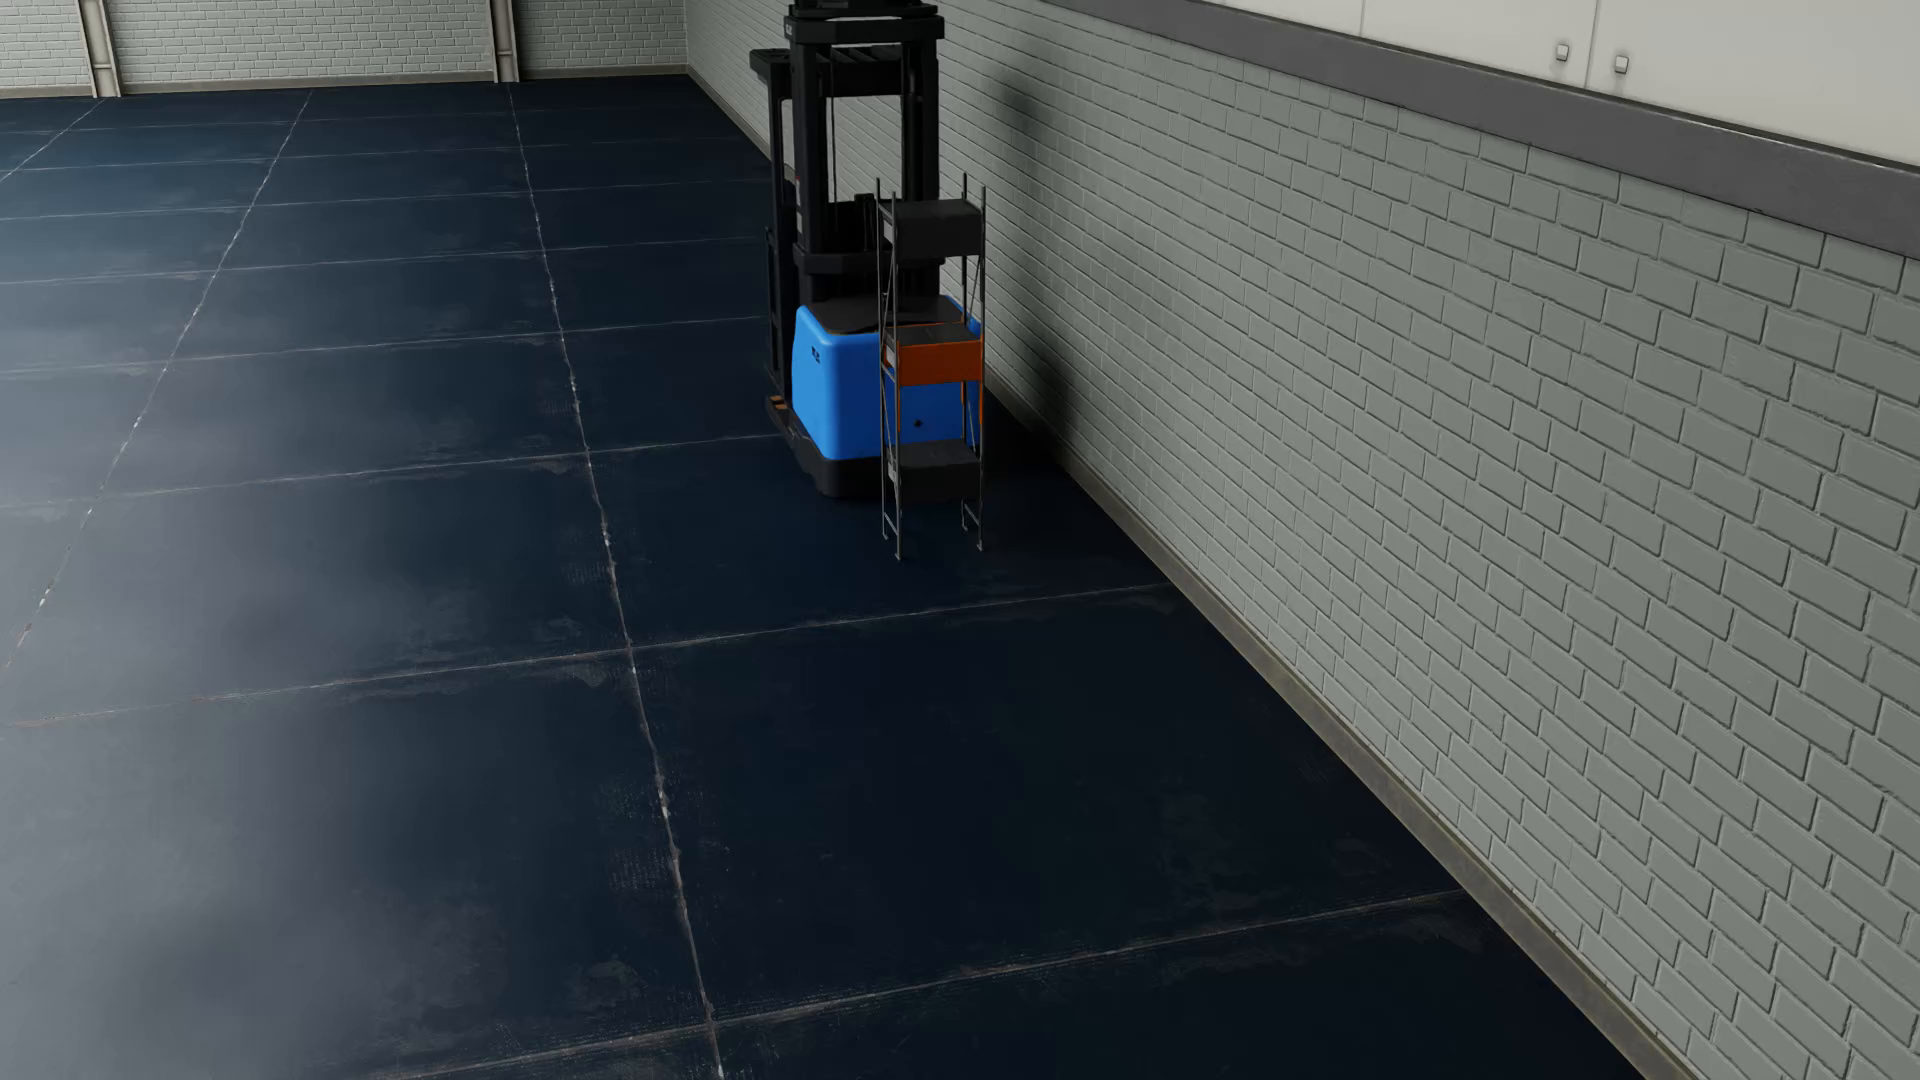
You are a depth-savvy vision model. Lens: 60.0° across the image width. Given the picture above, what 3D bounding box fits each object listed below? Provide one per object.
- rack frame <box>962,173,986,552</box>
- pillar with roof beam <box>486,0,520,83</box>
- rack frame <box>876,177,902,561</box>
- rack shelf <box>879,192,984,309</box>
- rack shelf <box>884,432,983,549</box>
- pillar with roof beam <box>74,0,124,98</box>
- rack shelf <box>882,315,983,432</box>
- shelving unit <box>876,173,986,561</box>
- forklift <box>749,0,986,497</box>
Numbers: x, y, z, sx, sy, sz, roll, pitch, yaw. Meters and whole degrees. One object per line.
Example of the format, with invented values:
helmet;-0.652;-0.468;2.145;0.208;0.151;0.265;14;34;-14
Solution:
rack frame;0.076;-0.973;9.355;0.015;2.100;0.400;-6;24;-14
pillar with roof beam;-6.280;-10.042;21.741;0.400;9.000;9.100;-6;24;-14
rack frame;-0.394;-0.921;9.234;0.015;2.100;0.400;-6;24;-14
rack shelf;-0.159;-1.578;9.024;0.480;0.518;0.431;-6;24;-14
rack shelf;-0.159;-0.291;9.576;0.480;0.518;0.431;-6;24;-14
pillar with roof beam;-12.057;-9.403;20.252;0.400;9.000;9.100;-6;24;-14
rack shelf;-0.159;-0.935;9.300;0.480;0.518;0.431;-6;24;-14
shelving unit;-0.159;-0.947;9.295;0.503;2.100;0.431;-6;24;-14
forklift;-0.741;-2.162;11.071;1.130;2.935;3.031;-7;24;-15
